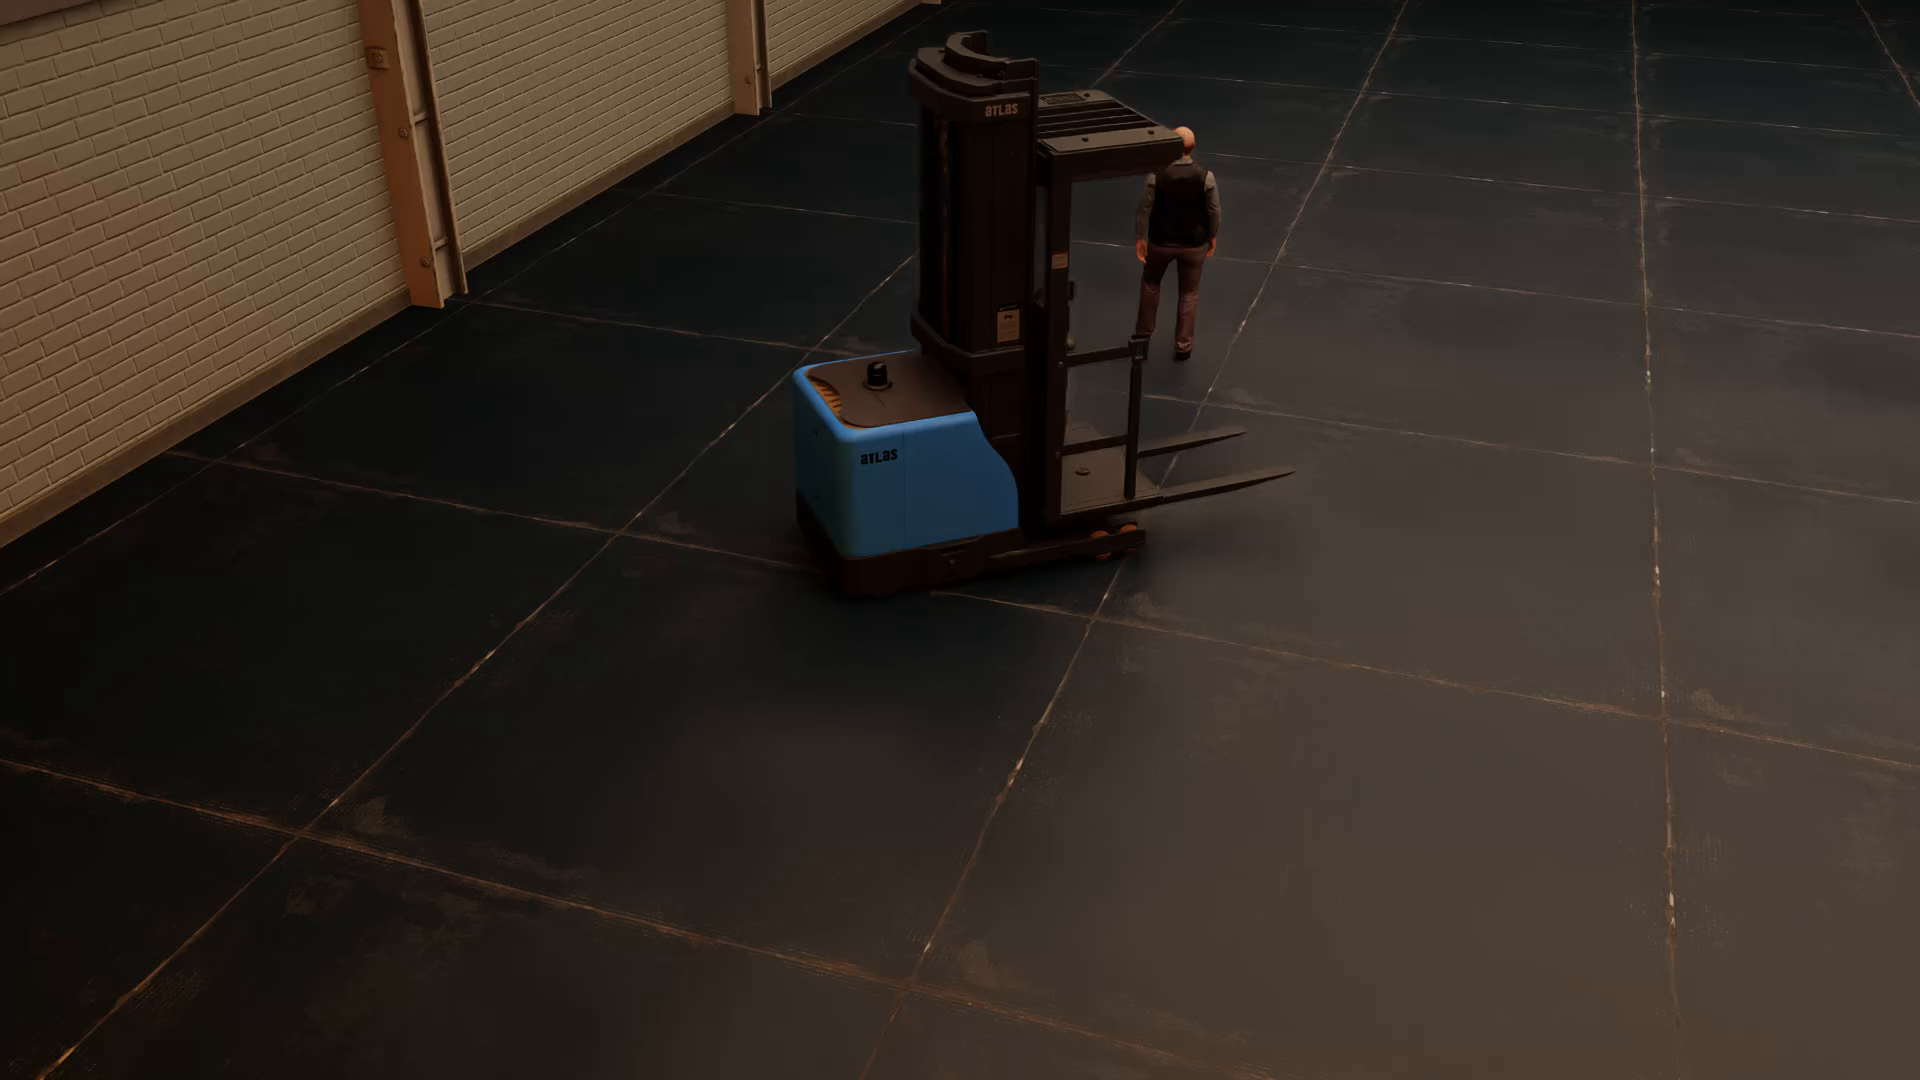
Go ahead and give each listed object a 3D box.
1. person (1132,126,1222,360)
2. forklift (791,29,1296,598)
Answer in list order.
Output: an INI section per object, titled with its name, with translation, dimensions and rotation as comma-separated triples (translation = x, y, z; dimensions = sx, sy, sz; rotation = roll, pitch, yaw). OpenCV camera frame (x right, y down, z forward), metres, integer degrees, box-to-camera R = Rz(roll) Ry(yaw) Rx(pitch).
[person]
translation = 1.598, -2.191, 12.276
dimensions = 0.621, 1.763, 0.535
rotation = 3, 30, 6
[forklift]
translation = 0.572, -1.394, 9.581
dimensions = 3.031, 2.935, 1.130
rotation = -11, 31, -18
